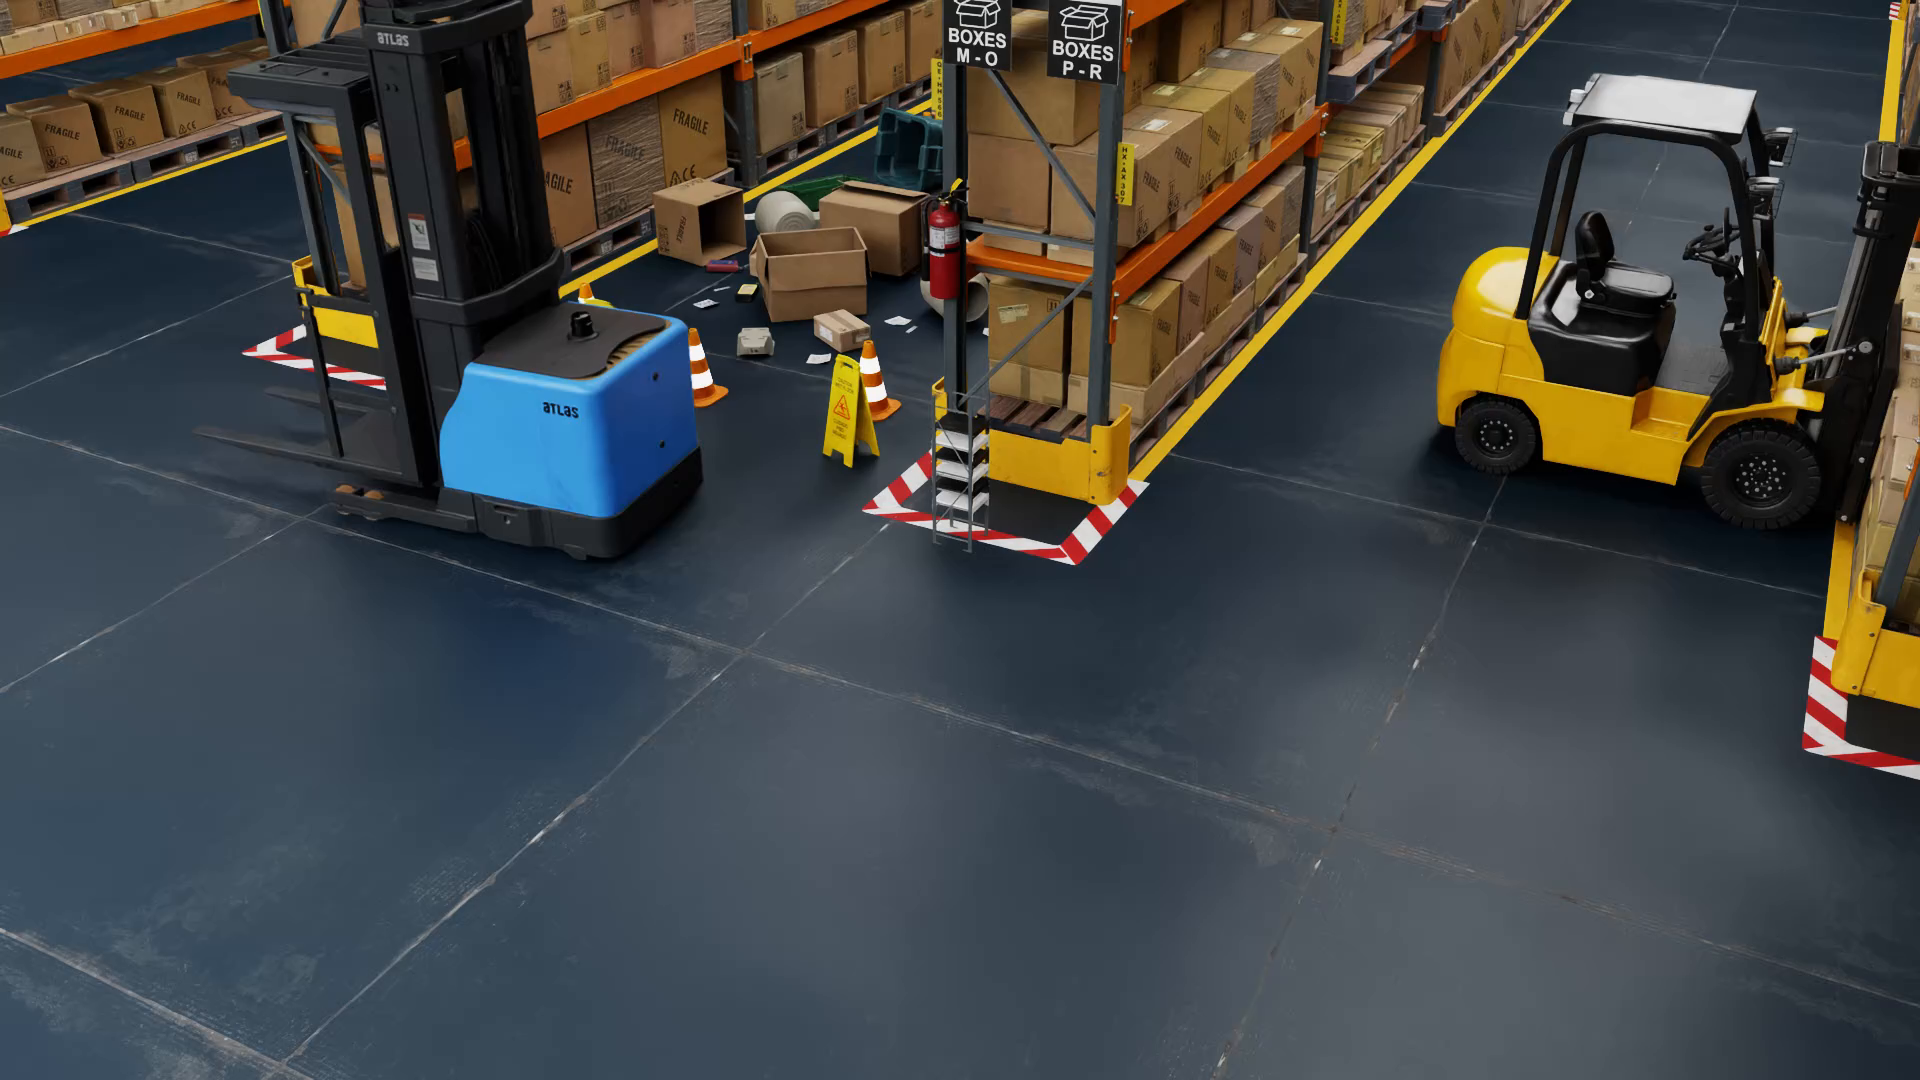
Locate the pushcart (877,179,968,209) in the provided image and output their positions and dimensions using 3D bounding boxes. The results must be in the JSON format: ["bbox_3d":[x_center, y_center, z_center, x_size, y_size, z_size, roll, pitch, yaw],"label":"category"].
[{"bbox_3d":[0.146,-2.795,13.738,1.648,0.377,0.936,4,30,6],"label":"pushcart"}]

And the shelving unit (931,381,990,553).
[{"bbox_3d":[0.004,-0.394,9.032,0.258,0.900,0.210,14,33,23],"label":"shelving unit"}]

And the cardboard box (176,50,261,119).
[{"bbox_3d":[-7.095,-4.359,15.917,0.500,0.500,0.500,-26,39,-37],"label":"cardboard box"}]

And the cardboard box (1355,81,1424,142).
[{"bbox_3d":[3.754,-4.004,15.428,0.950,0.372,0.625,12,32,20],"label":"cardboard box"}]

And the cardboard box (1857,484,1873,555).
[{"bbox_3d":[4.965,-0.027,8.625,0.500,0.250,0.500,14,33,23],"label":"cardboard box"}]

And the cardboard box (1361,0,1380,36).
[{"bbox_3d":[2.895,-4.156,12.655,0.500,0.500,0.500,14,33,23],"label":"cardboard box"}]

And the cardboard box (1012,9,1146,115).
[{"bbox_3d":[0.652,-2.768,9.655,0.700,0.500,0.500,15,33,24],"label":"cardboard box"}]

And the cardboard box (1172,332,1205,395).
[{"bbox_3d":[1.229,-1.173,10.619,0.500,0.250,0.500,16,33,25],"label":"cardboard box"}]

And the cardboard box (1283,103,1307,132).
[{"bbox_3d":[2.216,-3.004,11.721,0.380,0.149,0.250,15,33,24],"label":"cardboard box"}]

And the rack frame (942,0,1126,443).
[{"bbox_3d":[0.376,-1.664,9.135,1.000,3.000,0.127,14,33,23],"label":"rack frame"}]

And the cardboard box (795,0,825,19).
[{"bbox_3d":[-1.546,-4.954,14.765,0.500,0.500,0.500,15,33,24],"label":"cardboard box"}]

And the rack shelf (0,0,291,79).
[{"bbox_3d":[-7.535,-4.486,14.773,1.077,0.370,4.000,14,33,23],"label":"rack shelf"}]

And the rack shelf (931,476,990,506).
[{"bbox_3d":[0.004,-0.287,9.093,0.258,0.077,0.200,14,33,23],"label":"rack shelf"}]

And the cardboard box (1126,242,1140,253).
[{"bbox_3d":[0.818,-1.773,9.578,0.380,0.149,0.250,15,33,24],"label":"cardboard box"}]

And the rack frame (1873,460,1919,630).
[{"bbox_3d":[4.797,-0.539,7.177,1.000,3.000,0.127,14,33,23],"label":"rack frame"}]

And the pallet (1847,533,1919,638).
[{"bbox_3d":[5.108,0.321,8.478,1.003,0.211,1.213,14,33,23],"label":"pallet"}]

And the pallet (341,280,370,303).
[{"bbox_3d":[-3.782,-1.905,12.355,1.003,0.211,1.213,14,33,23],"label":"pallet"}]

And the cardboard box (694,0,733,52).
[{"bbox_3d":[-2.411,-4.414,13.773,0.875,0.550,0.550,14,33,23],"label":"cardboard box"}]

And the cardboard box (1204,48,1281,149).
[{"bbox_3d":[1.757,-2.895,10.880,0.500,0.500,0.500,15,33,25],"label":"cardboard box"}]

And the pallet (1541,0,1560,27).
[{"bbox_3d":[6.814,-6.636,20.594,1.003,0.211,1.213,14,33,23],"label":"pallet"}]

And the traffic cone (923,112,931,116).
[{"bbox_3d":[-0.299,-3.667,15.171,0.336,0.463,0.334,14,33,23],"label":"traffic cone"}]

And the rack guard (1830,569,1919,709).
[{"bbox_3d":[4.786,0.555,7.781,1.175,0.500,0.348,14,33,23],"label":"rack guard"}]

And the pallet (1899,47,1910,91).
[{"bbox_3d":[10.577,-4.954,17.665,1.003,0.211,1.213,14,33,23],"label":"pallet"}]

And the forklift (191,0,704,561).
[{"bbox_3d":[-3.068,-1.612,9.114,3.031,2.935,1.130,11,32,18],"label":"forklift"}]

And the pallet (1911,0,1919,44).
[{"bbox_3d":[8.687,-4.319,13.951,1.213,0.211,1.003,14,33,23],"label":"pallet"}]

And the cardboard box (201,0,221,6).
[{"bbox_3d":[-6.995,-4.991,15.182,0.380,0.149,0.250,14,33,23],"label":"cardboard box"}]

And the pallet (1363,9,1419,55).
[{"bbox_3d":[3.155,-4.240,13.814,1.003,0.211,1.213,14,33,23],"label":"pallet"}]

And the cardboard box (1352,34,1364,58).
[{"bbox_3d":[2.853,-3.792,12.672,0.380,0.149,0.250,15,33,24],"label":"cardboard box"}]

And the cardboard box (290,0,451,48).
[{"bbox_3d":[-3.873,-3.431,10.977,0.875,0.550,0.550,14,33,23],"label":"cardboard box"}]

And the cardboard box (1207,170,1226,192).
[{"bbox_3d":[1.469,-2.338,10.561,0.380,0.149,0.250,13,32,22],"label":"cardboard box"}]

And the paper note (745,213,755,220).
[{"bbox_3d":[-1.754,-2.724,13.963,0.147,0.020,0.142,-7,31,-11],"label":"paper note"}]

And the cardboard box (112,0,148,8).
[{"bbox_3d":[-7.545,-5.001,14.548,0.875,0.500,0.500,14,33,23],"label":"cardboard box"}]

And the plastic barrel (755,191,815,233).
[{"bbox_3d":[-1.405,-2.547,13.260,0.421,0.421,0.512,-12,32,-20],"label":"plastic barrel"}]

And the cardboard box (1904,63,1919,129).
[{"bbox_3d":[9.136,-4.107,15.477,0.500,0.500,0.500,13,32,22],"label":"cardboard box"}]

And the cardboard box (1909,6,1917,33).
[{"bbox_3d":[10.969,-5.899,18.598,0.500,0.500,0.500,15,33,24],"label":"cardboard box"}]

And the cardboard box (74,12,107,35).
[{"bbox_3d":[-7.540,-4.431,14.206,0.380,0.149,0.250,14,33,23],"label":"cardboard box"}]

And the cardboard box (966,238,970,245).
[{"bbox_3d":[-0.083,-2.377,13.123,0.258,0.266,0.396,-7,31,-11],"label":"cardboard box"}]

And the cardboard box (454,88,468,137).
[{"bbox_3d":[-3.716,-3.230,11.712,0.875,0.550,0.550,14,33,23],"label":"cardboard box"}]

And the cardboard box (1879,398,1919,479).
[{"bbox_3d":[4.956,-0.465,8.383,0.500,0.250,0.500,15,33,24],"label":"cardboard box"}]

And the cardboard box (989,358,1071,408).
[{"bbox_3d":[0.516,-1.083,10.464,0.500,0.250,0.500,14,33,23],"label":"cardboard box"}]

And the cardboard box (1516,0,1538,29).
[{"bbox_3d":[6.225,-6.308,19.374,0.875,0.438,0.875,14,33,23],"label":"cardboard box"}]

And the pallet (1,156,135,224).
[{"bbox_3d":[-8.009,-3.088,14.416,1.003,0.211,1.213,14,33,23],"label":"pallet"}]

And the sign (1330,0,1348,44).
[{"bbox_3d":[2.685,-3.693,11.799,0.100,0.325,0.005,14,33,23],"label":"sign"}]

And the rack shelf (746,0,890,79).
[{"bbox_3d":[-1.343,-5.090,15.823,1.077,0.370,4.000,14,33,23],"label":"rack shelf"}]

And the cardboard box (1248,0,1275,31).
[{"bbox_3d":[1.805,-3.897,11.621,0.700,0.500,0.500,14,33,23],"label":"cardboard box"}]

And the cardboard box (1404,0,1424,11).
[{"bbox_3d":[3.714,-4.592,14.066,0.380,0.149,0.250,15,33,24],"label":"cardboard box"}]

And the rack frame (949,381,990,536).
[{"bbox_3d":[0.050,-0.439,9.110,0.240,0.900,0.006,14,33,23],"label":"rack frame"}]

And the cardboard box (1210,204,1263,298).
[{"bbox_3d":[1.706,-1.976,11.266,0.500,0.500,0.500,16,34,26],"label":"cardboard box"}]

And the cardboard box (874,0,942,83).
[{"bbox_3d":[-0.789,-5.245,17.209,1.050,0.750,0.750,14,33,23],"label":"cardboard box"}]

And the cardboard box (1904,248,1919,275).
[{"bbox_3d":[6.119,-1.592,10.346,0.500,0.250,0.500,14,33,23],"label":"cardboard box"}]

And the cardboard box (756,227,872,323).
[{"bbox_3d":[-1.077,-1.934,12.113,0.797,0.503,0.637,-7,31,-11],"label":"cardboard box"}]
